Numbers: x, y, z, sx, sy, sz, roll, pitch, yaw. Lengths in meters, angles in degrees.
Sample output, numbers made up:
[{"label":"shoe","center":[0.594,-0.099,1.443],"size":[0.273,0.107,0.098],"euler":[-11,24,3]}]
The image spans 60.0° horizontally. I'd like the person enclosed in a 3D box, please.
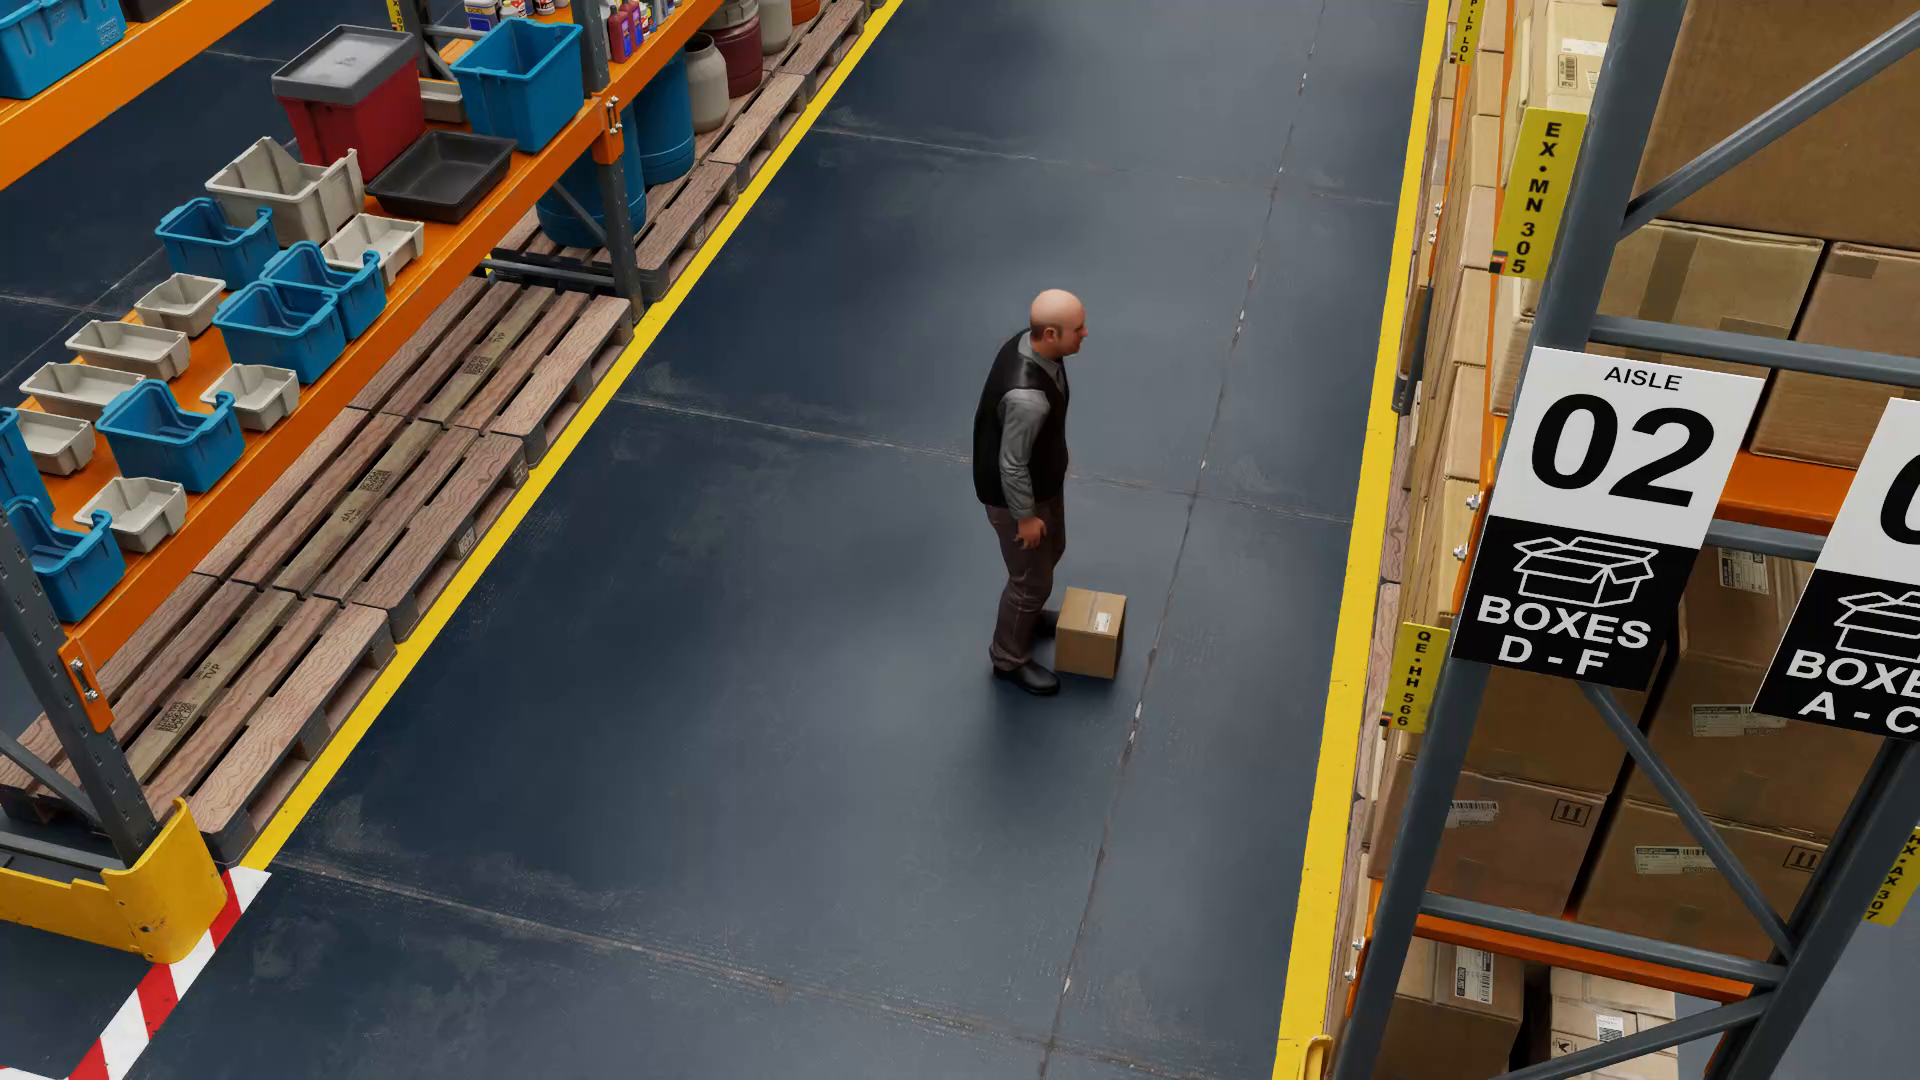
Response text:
[{"label":"person","center":[0.261,-0.216,6.428],"size":[0.421,1.719,0.583],"euler":[8,41,9]}]
